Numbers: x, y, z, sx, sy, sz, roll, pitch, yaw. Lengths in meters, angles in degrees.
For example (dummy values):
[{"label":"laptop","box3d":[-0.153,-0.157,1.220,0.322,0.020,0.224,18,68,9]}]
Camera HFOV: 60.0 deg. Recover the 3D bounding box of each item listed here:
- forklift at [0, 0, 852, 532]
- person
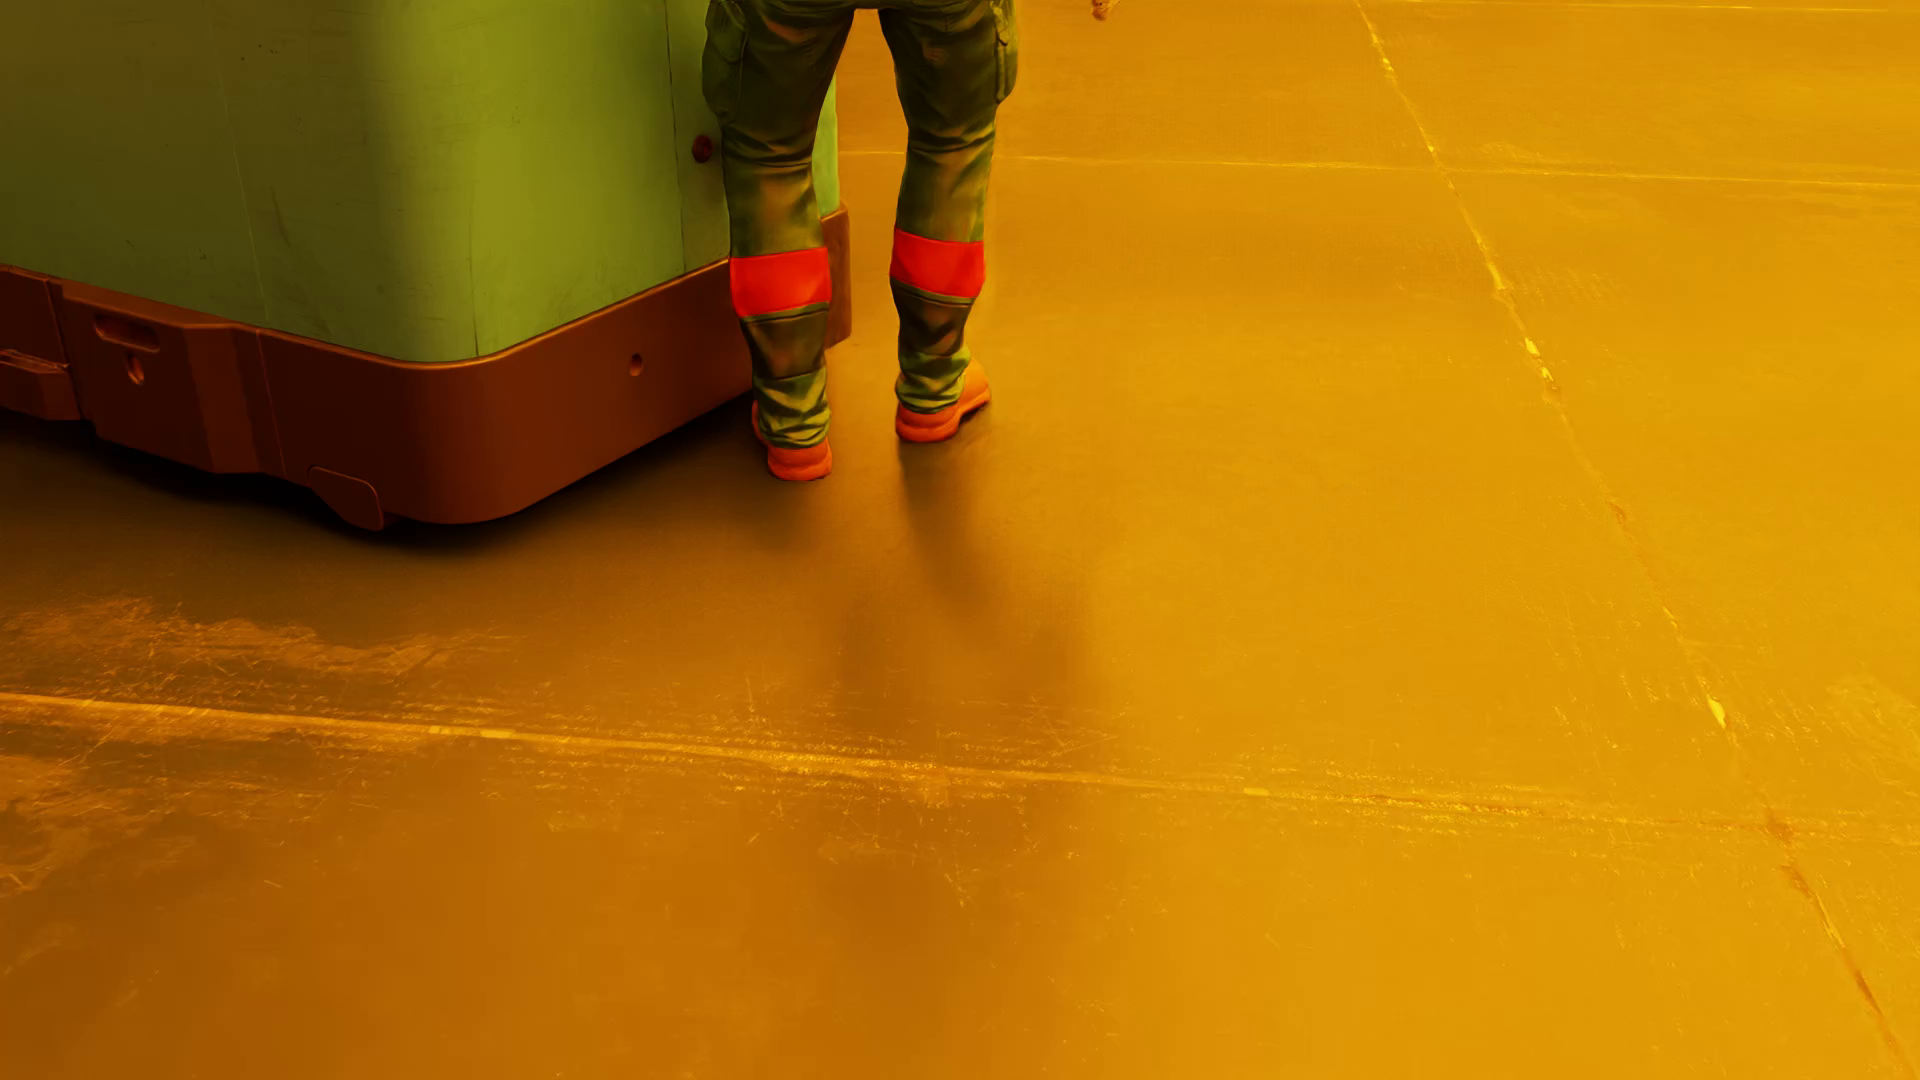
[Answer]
[{"label":"forklift","box3d":[-1.737,-1.792,2.809,3.031,2.935,1.130,14,30,27]},{"label":"person","box3d":[-0.152,-0.933,2.429,0.795,1.750,0.534,-4,27,-8]}]
